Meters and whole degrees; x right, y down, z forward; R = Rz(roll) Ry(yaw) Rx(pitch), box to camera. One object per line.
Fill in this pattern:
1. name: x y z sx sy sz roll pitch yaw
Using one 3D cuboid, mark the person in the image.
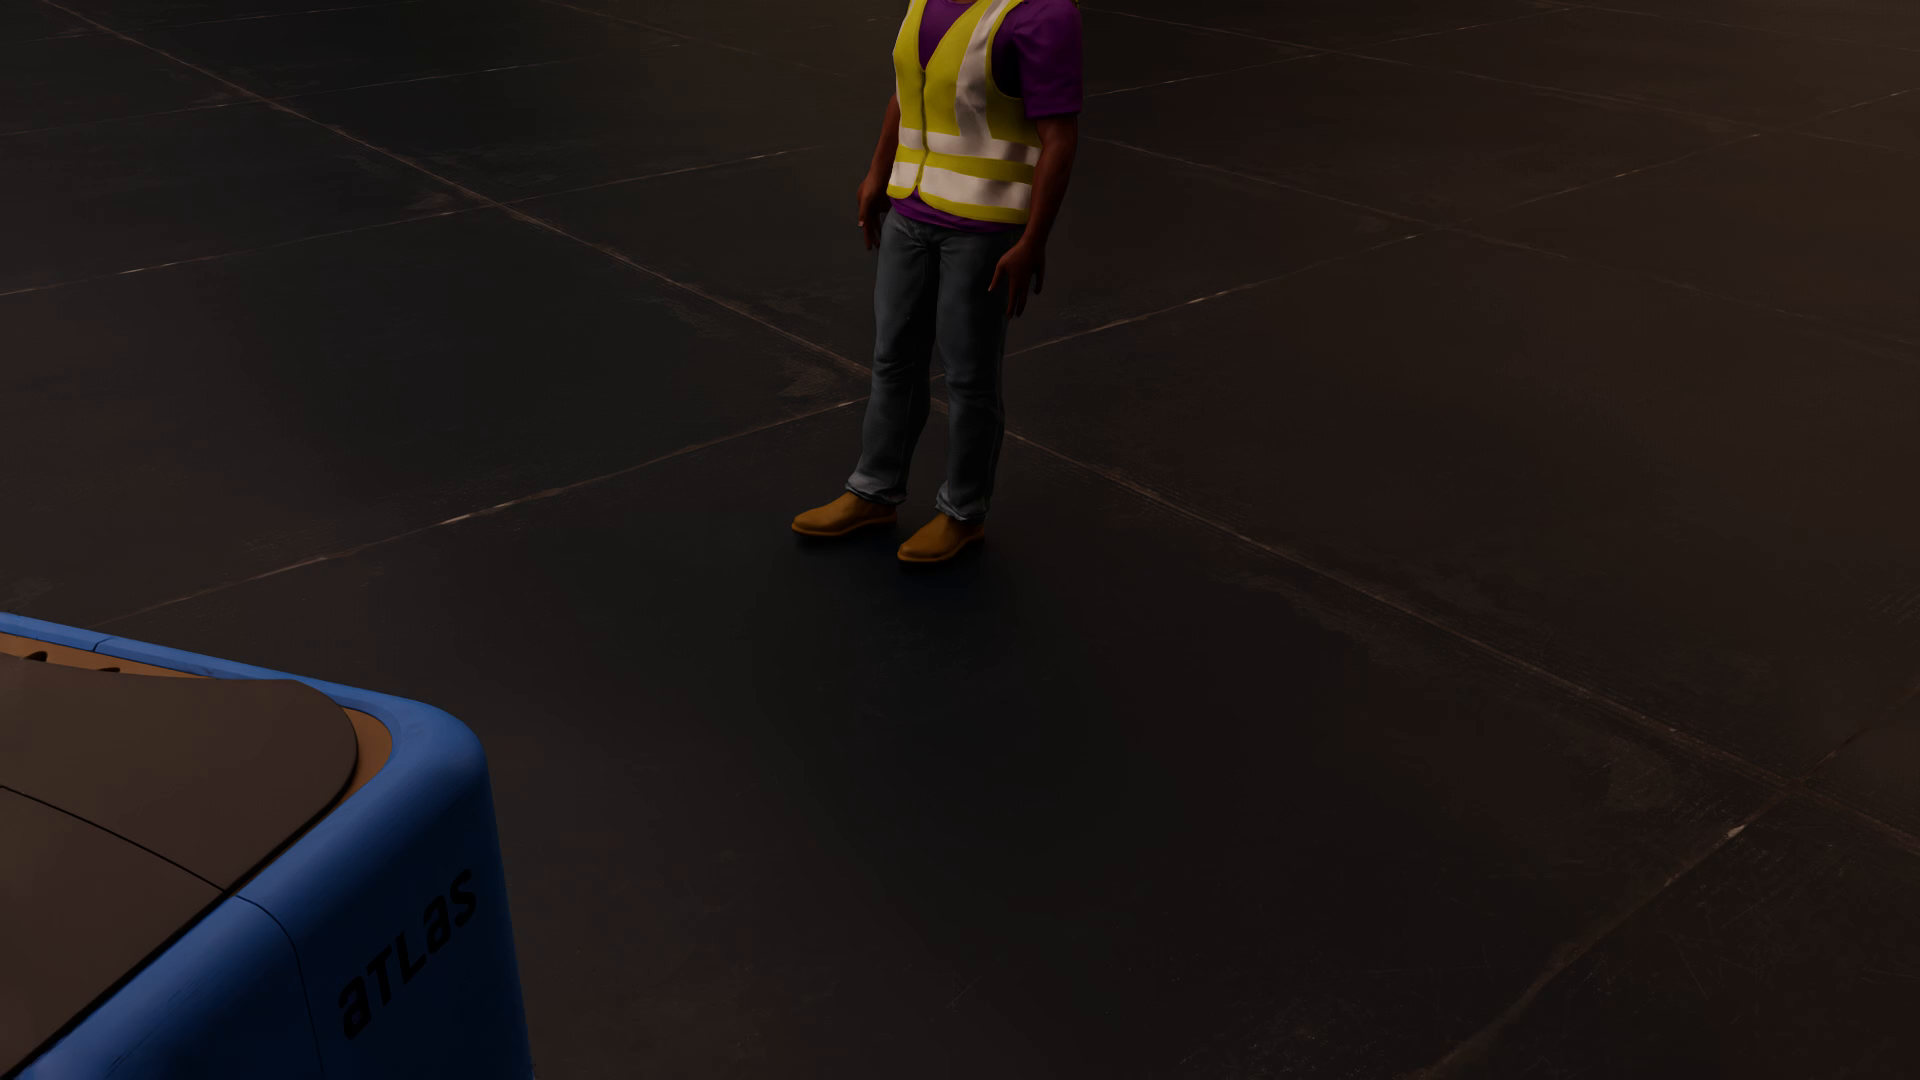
1. person: -0.057 -0.779 4.069 0.575 1.768 0.666 -20 33 -35
